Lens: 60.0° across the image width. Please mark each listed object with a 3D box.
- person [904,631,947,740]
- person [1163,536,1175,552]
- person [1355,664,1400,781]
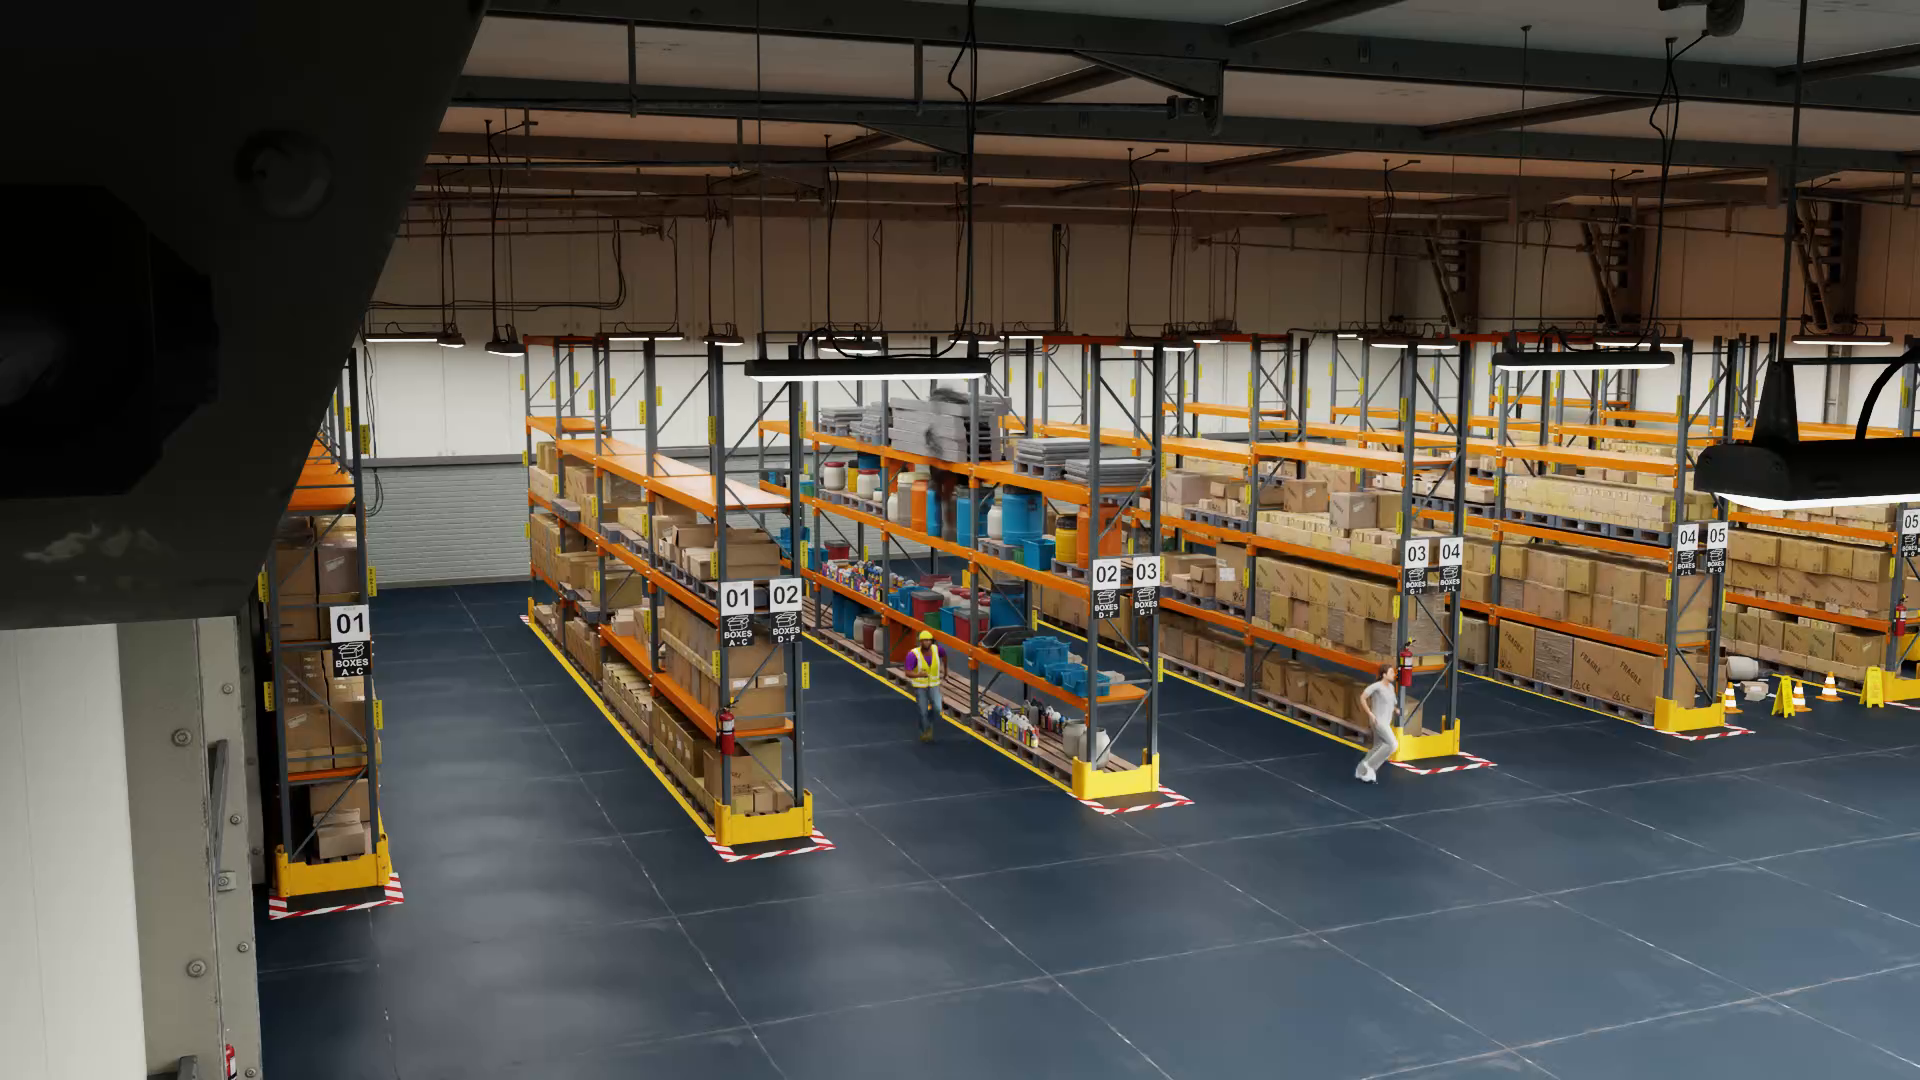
[{"bbox_3d":[-0.471,2.178,24.757,0.743,1.709,0.745,-3,8,-18],"label":"person"},{"bbox_3d":[5.357,-0.098,41.648,0.974,1.768,0.717,1,8,11],"label":"person"},{"bbox_3d":[5.803,2.500,22.840,0.599,1.597,0.606,7,10,42],"label":"person"}]
